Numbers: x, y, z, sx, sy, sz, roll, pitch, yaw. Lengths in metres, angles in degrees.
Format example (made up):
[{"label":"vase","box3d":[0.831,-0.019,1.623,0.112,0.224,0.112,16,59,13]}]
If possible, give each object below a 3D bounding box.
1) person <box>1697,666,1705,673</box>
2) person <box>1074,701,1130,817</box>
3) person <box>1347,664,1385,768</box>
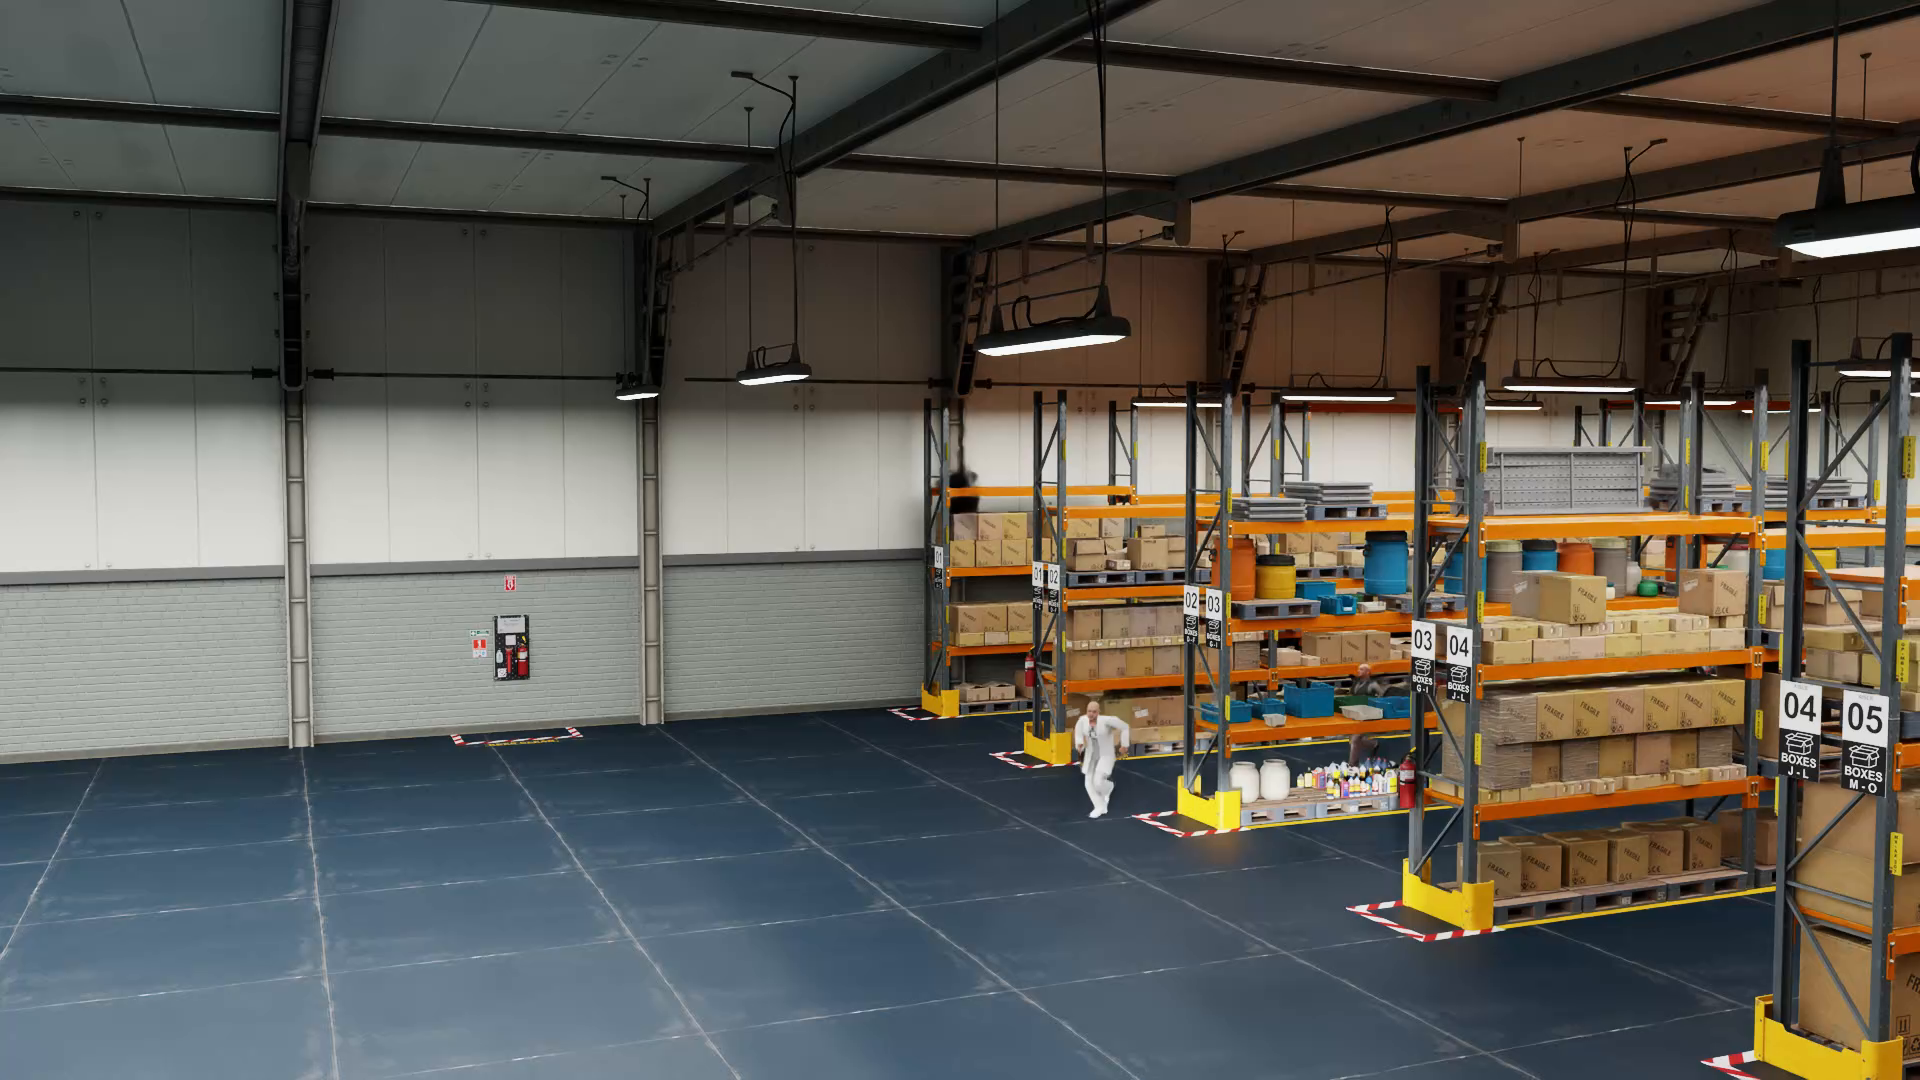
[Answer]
[{"label":"person","box3d":[12.444,2.678,28.302,0.747,1.709,0.580,-1,4,-19]},{"label":"person","box3d":[1.913,3.006,22.725,0.731,1.655,0.843,2,4,28]},{"label":"person","box3d":[6.327,2.790,26.107,0.896,1.691,0.677,-2,4,-30]}]
